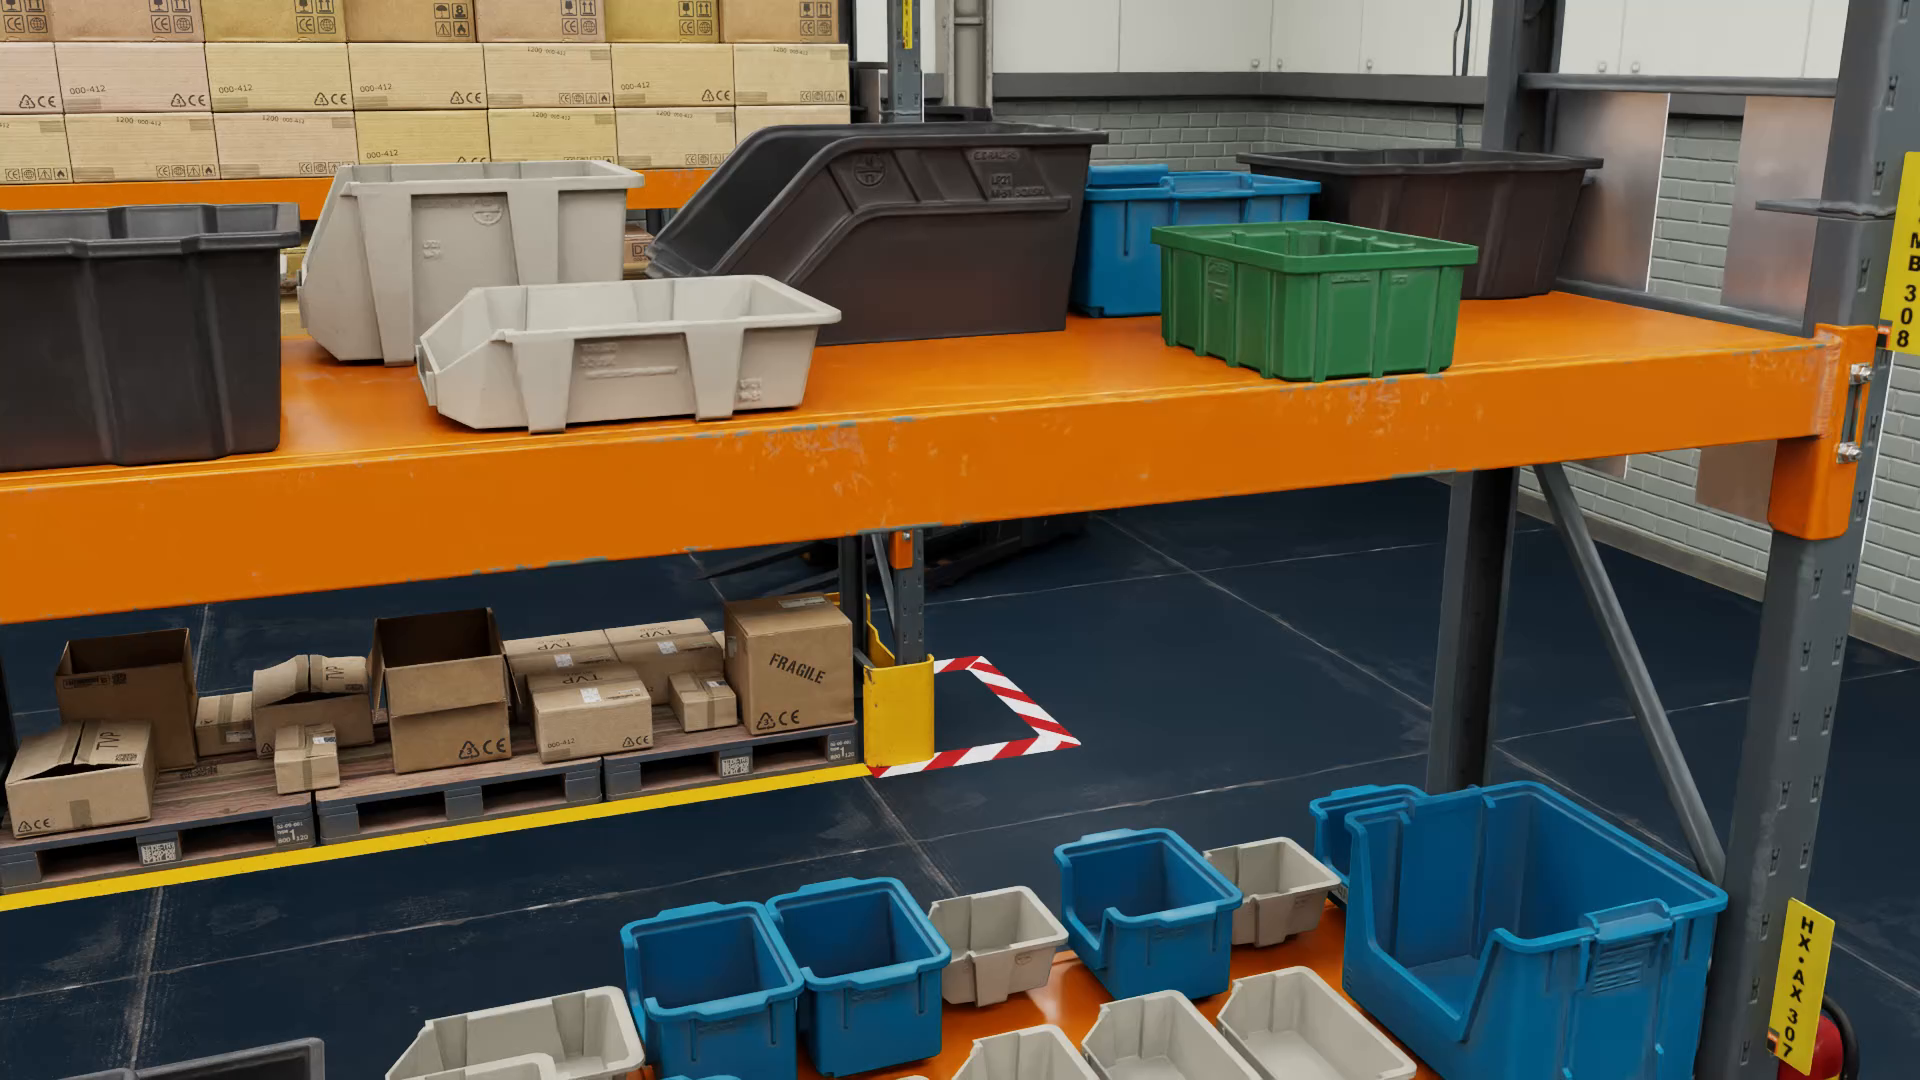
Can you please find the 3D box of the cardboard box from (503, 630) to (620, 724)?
[{"bbox_3d":[-1.946,0.660,8.125,0.500,0.250,0.500,-6,17,-20],"label":"cardboard box"}]

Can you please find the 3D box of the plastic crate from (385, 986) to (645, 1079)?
[{"bbox_3d":[-0.851,1.021,3.158,0.466,0.136,0.293,-6,17,-20],"label":"plastic crate"}]

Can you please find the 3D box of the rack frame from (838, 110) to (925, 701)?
[{"bbox_3d":[-0.403,-0.529,8.075,0.127,3.000,1.000,-6,17,-20],"label":"rack frame"}]

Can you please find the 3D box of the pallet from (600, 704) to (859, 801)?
[{"bbox_3d":[-1.218,0.898,8.167,1.213,0.211,1.003,-6,17,-20],"label":"pallet"}]

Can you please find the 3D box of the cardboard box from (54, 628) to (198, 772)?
[{"bbox_3d":[-3.708,0.731,7.442,0.500,0.500,0.500,-6,17,-20],"label":"cardboard box"}]

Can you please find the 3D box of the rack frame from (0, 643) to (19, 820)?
[{"bbox_3d":[-4.138,-0.125,6.702,0.127,3.000,1.000,-6,17,-20],"label":"rack frame"}]

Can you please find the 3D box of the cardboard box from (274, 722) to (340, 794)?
[{"bbox_3d":[-2.865,0.948,7.295,0.250,0.166,0.380,-6,17,-20],"label":"cardboard box"}]

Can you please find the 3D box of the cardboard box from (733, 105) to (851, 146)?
[{"bbox_3d":[-0.789,-1.775,7.261,0.500,0.250,0.500,-6,17,-20],"label":"cardboard box"}]

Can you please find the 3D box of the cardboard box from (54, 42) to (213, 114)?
[{"bbox_3d":[-3.129,-1.767,6.348,0.500,0.250,0.500,-6,17,-20],"label":"cardboard box"}]

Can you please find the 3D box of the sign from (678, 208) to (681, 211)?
[{"bbox_3d":[-1.998,-2.357,11.825,0.005,0.325,0.100,-6,17,-20],"label":"sign"}]

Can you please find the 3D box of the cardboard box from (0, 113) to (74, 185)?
[{"bbox_3d":[-3.596,-1.477,6.246,0.500,0.250,0.500,-6,17,-20],"label":"cardboard box"}]

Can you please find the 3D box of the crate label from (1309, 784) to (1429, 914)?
[{"bbox_3d":[1.017,0.765,3.861,0.303,0.233,0.416,-6,17,-20],"label":"crate label"}]

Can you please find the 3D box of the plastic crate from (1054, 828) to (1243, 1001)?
[{"bbox_3d":[0.403,0.831,3.635,0.300,0.233,0.416,-6,17,-20],"label":"plastic crate"}]

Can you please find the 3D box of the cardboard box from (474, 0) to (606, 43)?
[{"bbox_3d":[-1.803,-2.333,6.943,0.500,0.500,0.700,-6,17,-20],"label":"cardboard box"}]

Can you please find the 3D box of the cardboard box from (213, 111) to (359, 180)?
[{"bbox_3d":[-2.660,-1.576,6.584,0.500,0.250,0.500,-6,17,-20],"label":"cardboard box"}]

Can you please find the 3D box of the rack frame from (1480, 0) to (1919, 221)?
[{"bbox_3d":[1.366,-2.104,2.791,0.127,3.000,1.000,-6,17,-20],"label":"rack frame"}]

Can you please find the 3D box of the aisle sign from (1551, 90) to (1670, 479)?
[{"bbox_3d":[1.327,-0.558,3.560,0.004,0.787,0.394,-6,17,-20],"label":"aisle sign"}]

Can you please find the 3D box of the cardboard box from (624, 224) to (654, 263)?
[{"bbox_3d":[-2.652,-1.922,12.286,0.700,0.700,0.980,-5,17,-18],"label":"cardboard box"}]

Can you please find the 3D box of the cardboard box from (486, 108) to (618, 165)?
[{"bbox_3d":[-1.722,-1.673,6.916,0.500,0.250,0.500,-6,17,-20],"label":"cardboard box"}]

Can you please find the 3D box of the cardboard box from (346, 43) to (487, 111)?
[{"bbox_3d":[-2.191,-1.865,6.681,0.500,0.250,0.500,-6,17,-20],"label":"cardboard box"}]

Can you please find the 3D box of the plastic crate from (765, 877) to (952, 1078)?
[{"bbox_3d":[-0.212,0.897,3.409,0.300,0.233,0.416,-6,17,-20],"label":"plastic crate"}]

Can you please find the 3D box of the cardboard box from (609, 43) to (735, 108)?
[{"bbox_3d":[-1.258,-1.967,7.026,0.500,0.250,0.500,-6,17,-20],"label":"cardboard box"}]

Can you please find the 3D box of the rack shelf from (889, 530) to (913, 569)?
[{"bbox_3d":[-2.271,0.018,7.490,4.000,0.370,1.077,-6,17,-20],"label":"rack shelf"}]

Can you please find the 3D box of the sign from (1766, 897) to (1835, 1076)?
[{"bbox_3d":[1.578,0.840,3.126,0.005,0.325,0.100,-6,17,-20],"label":"sign"}]

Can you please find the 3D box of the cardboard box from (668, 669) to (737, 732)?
[{"bbox_3d":[-1.233,0.756,7.947,0.250,0.166,0.380,-6,17,-20],"label":"cardboard box"}]

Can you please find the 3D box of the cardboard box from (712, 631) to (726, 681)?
[{"bbox_3d":[-1.151,0.597,8.491,0.250,0.166,0.380,-6,17,-20],"label":"cardboard box"}]

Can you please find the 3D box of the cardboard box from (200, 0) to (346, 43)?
[{"bbox_3d":[-2.716,-2.217,6.547,0.500,0.500,0.700,-6,17,-20],"label":"cardboard box"}]

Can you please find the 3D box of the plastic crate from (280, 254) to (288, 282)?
[{"bbox_3d":[-1.318,-0.363,2.655,0.466,0.136,0.293,-6,17,-20],"label":"plastic crate"}]

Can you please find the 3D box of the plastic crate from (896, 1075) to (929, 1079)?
[{"bbox_3d":[-0.128,1.097,2.900,0.250,0.136,0.298,-6,17,-20],"label":"plastic crate"}]

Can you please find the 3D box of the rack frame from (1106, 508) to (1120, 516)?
[{"bbox_3d":[1.114,-0.785,12.141,0.015,1.200,0.240,-7,18,-24],"label":"rack frame"}]

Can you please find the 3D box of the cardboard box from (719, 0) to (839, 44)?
[{"bbox_3d":[-0.877,-2.440,7.307,0.500,0.500,0.700,-6,17,-20],"label":"cardboard box"}]

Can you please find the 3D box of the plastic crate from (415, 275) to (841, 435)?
[{"bbox_3d":[-0.475,-0.264,2.319,0.530,0.136,0.437,-6,17,-20],"label":"plastic crate"}]

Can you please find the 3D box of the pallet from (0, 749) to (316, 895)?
[{"bbox_3d":[-3.497,1.144,7.330,1.213,0.211,1.003,-6,17,-20],"label":"pallet"}]

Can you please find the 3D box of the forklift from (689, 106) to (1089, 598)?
[{"bbox_3d":[-0.417,-1.232,10.591,1.130,2.935,3.031,13,21,38],"label":"forklift"}]

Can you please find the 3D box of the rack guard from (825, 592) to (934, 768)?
[{"bbox_3d":[-0.474,0.678,8.401,0.348,0.500,1.175,-6,17,-20],"label":"rack guard"}]

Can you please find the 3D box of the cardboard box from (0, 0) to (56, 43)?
[{"bbox_3d":[-3.698,-2.151,6.325,0.500,0.500,0.700,-6,17,-20],"label":"cardboard box"}]

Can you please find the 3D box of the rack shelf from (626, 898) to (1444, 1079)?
[{"bbox_3d":[-0.502,1.322,3.051,4.000,0.370,1.077,-6,17,-20],"label":"rack shelf"}]

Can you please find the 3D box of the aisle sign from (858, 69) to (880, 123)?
[{"bbox_3d":[-0.444,-1.860,7.995,0.004,0.787,0.394,-6,17,-20],"label":"aisle sign"}]

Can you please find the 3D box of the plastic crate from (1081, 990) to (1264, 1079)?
[{"bbox_3d":[0.393,1.028,3.136,0.243,0.136,0.396,-6,17,-20],"label":"plastic crate"}]

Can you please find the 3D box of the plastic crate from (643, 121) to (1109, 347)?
[{"bbox_3d":[-0.159,-0.553,2.944,0.767,0.338,0.504,-6,17,-20],"label":"plastic crate"}]

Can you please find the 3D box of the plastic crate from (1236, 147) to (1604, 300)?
[{"bbox_3d":[0.907,-0.636,3.349,0.590,0.269,0.497,-6,17,-20],"label":"plastic crate"}]

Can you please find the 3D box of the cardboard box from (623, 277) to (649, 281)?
[{"bbox_3d":[-1.192,-0.888,7.347,0.500,0.500,0.500,-6,17,-19],"label":"cardboard box"}]

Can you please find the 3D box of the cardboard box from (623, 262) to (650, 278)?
[{"bbox_3d":[-1.397,-1.026,7.818,0.500,0.500,0.500,-6,17,-20],"label":"cardboard box"}]

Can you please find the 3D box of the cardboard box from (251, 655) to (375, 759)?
[{"bbox_3d":[-3.007,0.746,7.726,0.500,0.311,0.500,-6,17,-20],"label":"cardboard box"}]

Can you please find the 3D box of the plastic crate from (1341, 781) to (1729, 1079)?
[{"bbox_3d":[1.120,0.812,3.340,0.499,0.435,0.616,-6,17,-20],"label":"plastic crate"}]

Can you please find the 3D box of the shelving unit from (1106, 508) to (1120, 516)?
[{"bbox_3d":[0.893,-0.756,12.043,0.503,1.200,0.258,-7,18,-24],"label":"shelving unit"}]

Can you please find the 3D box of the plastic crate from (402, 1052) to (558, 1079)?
[{"bbox_3d":[-0.878,1.101,2.630,0.530,0.282,0.437,-6,17,-20],"label":"plastic crate"}]
